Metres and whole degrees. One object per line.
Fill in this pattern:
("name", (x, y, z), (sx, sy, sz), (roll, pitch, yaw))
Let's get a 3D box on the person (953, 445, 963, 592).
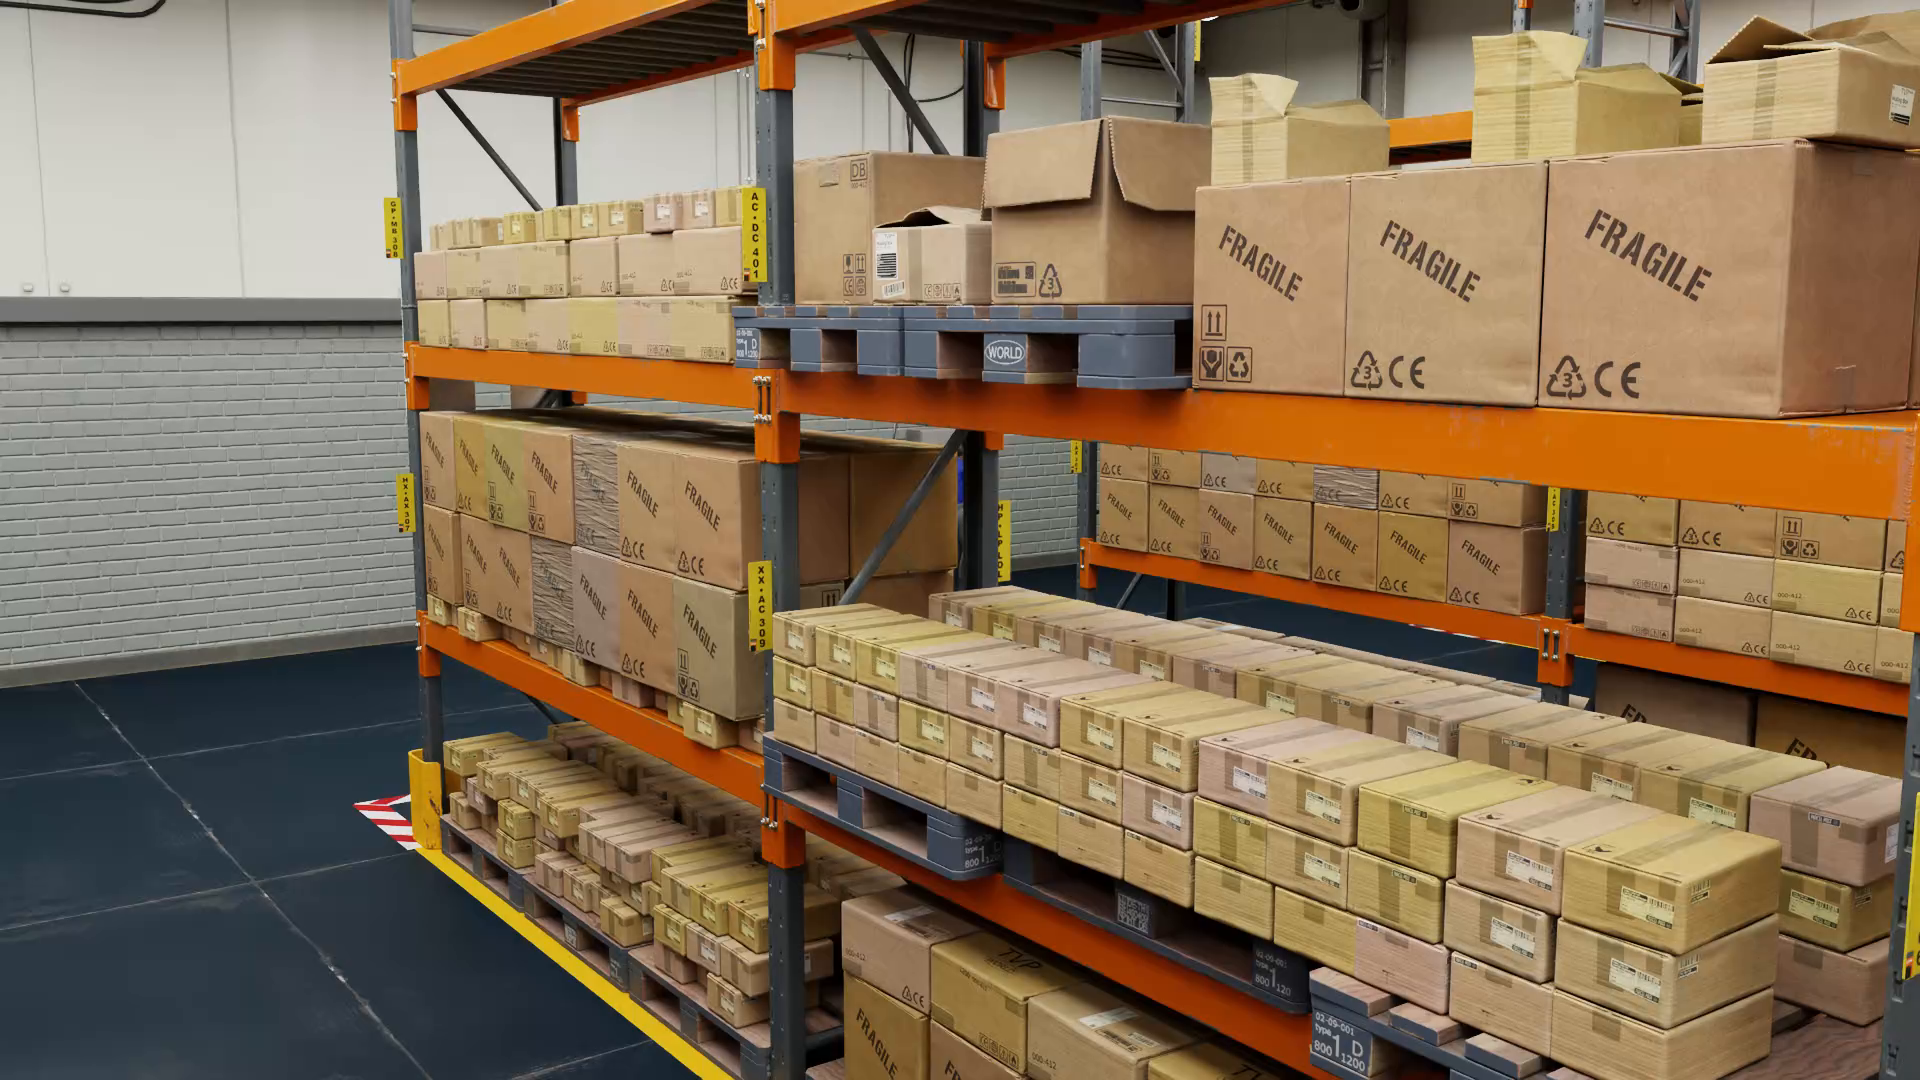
("person", (0.015, -0.234, 17.502), (0.345, 1.659, 0.494), (-6, 10, -37))
